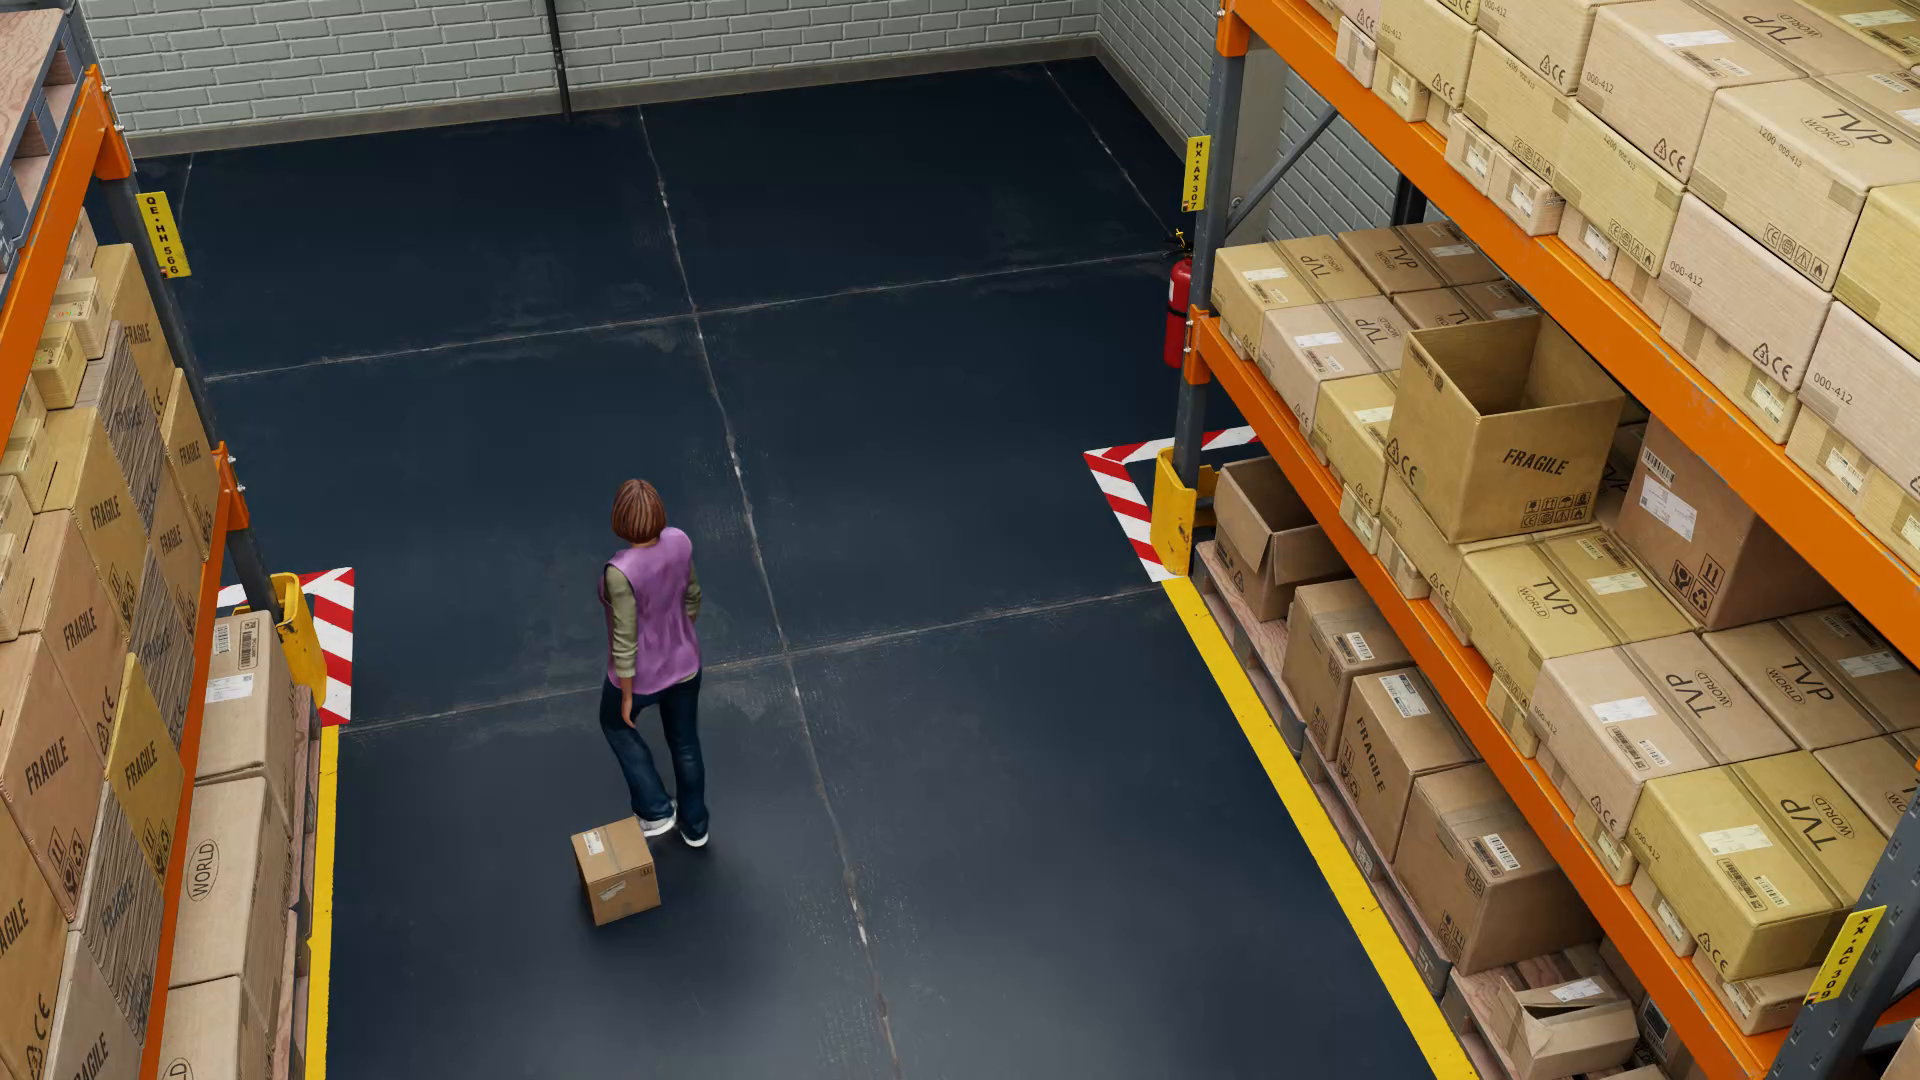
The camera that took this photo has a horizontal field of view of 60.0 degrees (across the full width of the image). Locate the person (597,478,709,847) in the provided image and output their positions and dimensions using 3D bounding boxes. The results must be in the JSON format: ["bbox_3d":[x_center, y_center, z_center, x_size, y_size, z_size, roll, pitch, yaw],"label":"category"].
[{"bbox_3d":[-1.116,0.483,6.091,0.522,1.585,0.439,-31,48,-33],"label":"person"}]
